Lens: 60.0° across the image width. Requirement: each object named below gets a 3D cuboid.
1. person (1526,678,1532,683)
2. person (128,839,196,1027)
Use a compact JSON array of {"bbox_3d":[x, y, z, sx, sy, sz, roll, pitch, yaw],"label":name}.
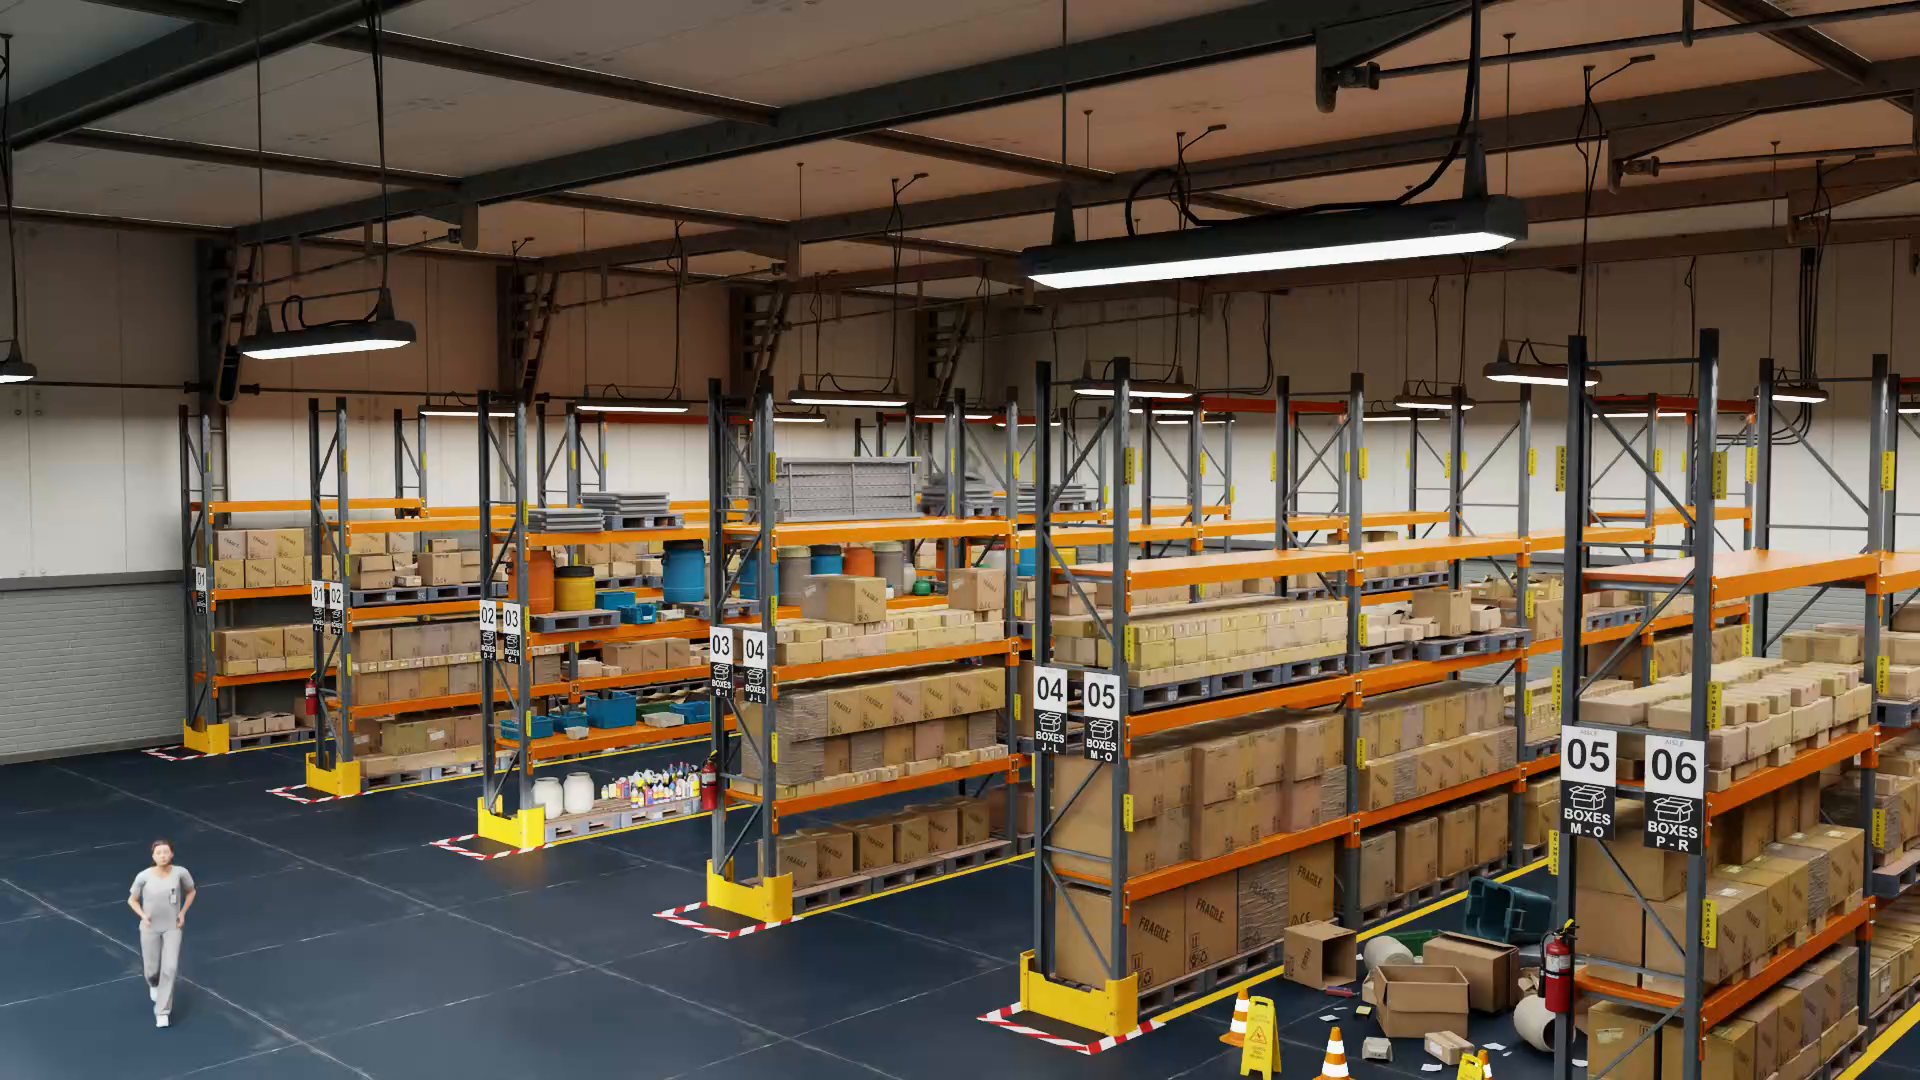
[{"bbox_3d":[8.760,2.985,25.703,0.747,1.764,0.546,-3,4,-43],"label":"person"},{"bbox_3d":[-7.272,3.537,15.179,0.563,1.641,0.752,-2,3,-28],"label":"person"}]
